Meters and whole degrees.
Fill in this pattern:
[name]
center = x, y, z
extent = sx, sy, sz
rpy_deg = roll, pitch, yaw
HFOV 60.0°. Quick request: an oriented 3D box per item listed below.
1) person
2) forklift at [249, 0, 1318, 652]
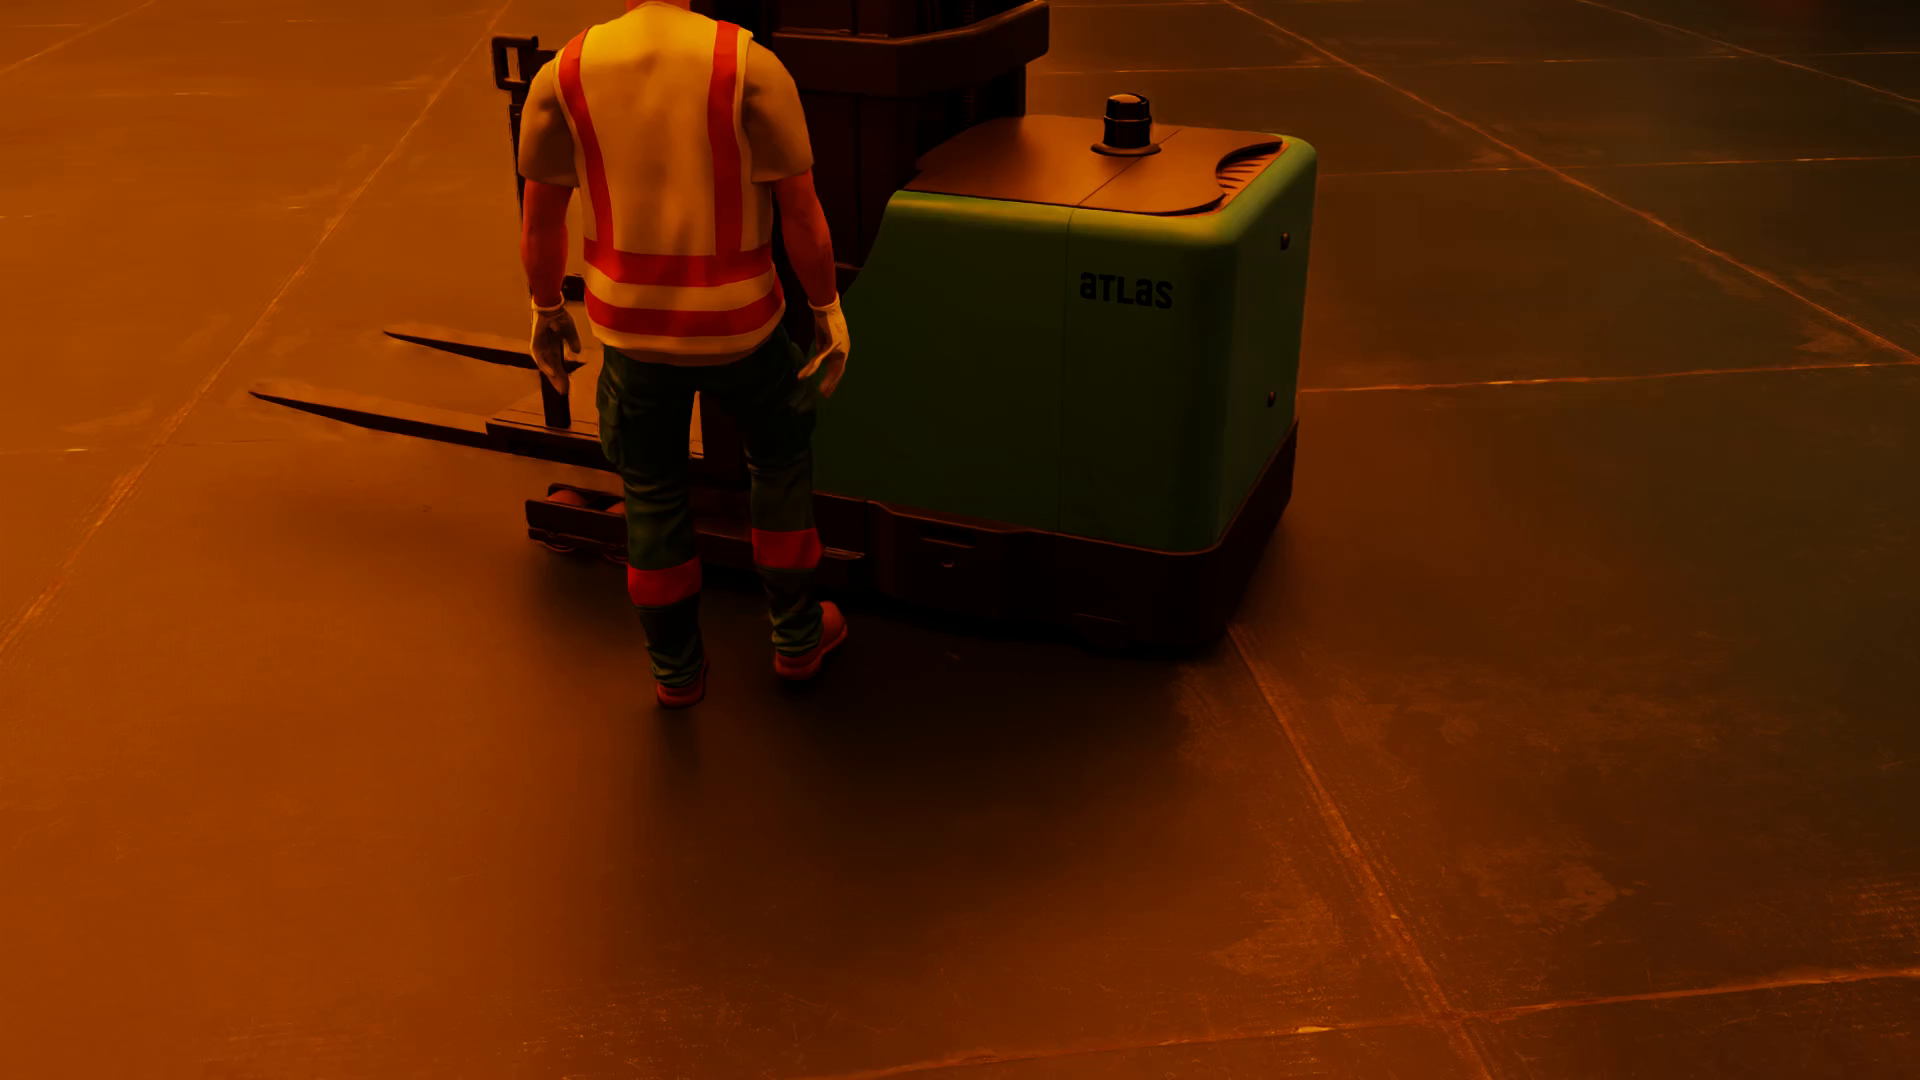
[person]
center = -0.566, -0.469, 3.520
extent = 0.677, 1.792, 0.482
rpy_deg = 1, 26, 1
[forklift]
center = -0.629, -1.453, 4.245
extent = 3.031, 2.935, 1.130
rpy_deg = 10, 28, 20
